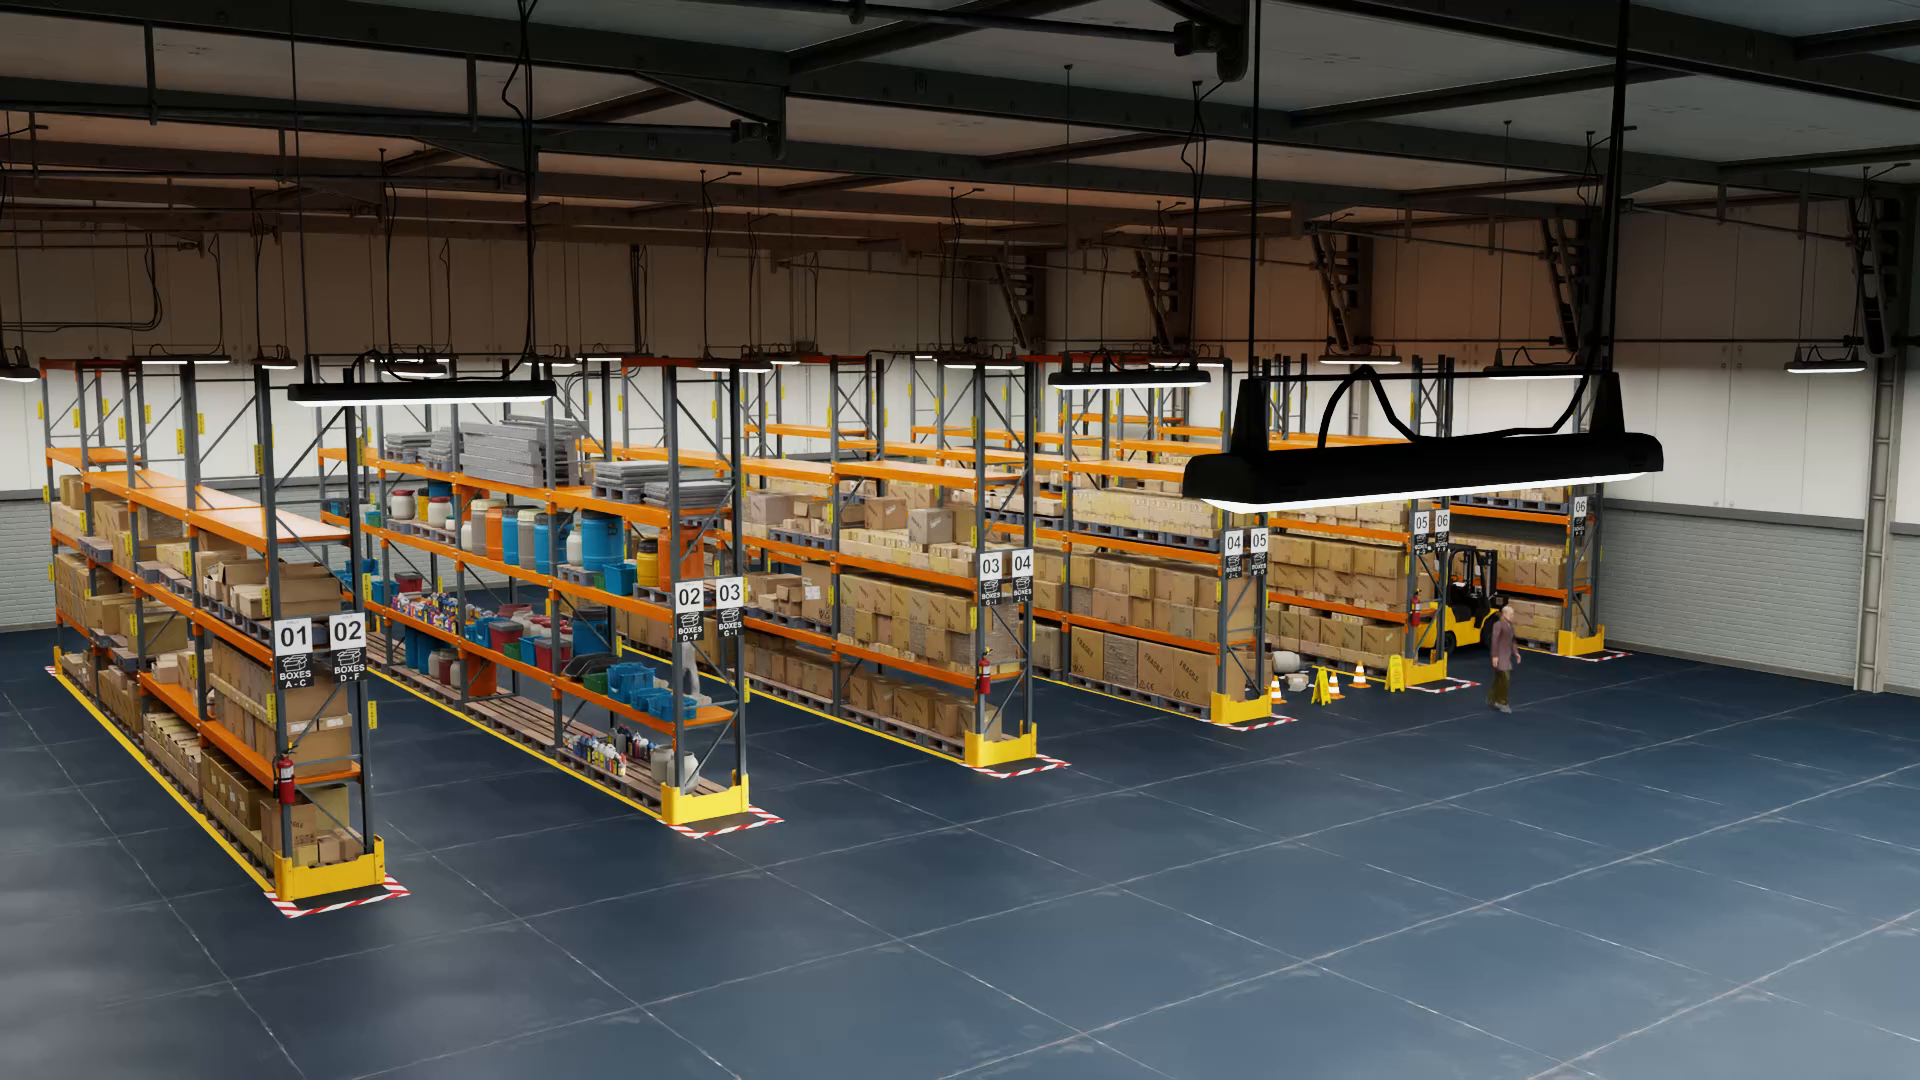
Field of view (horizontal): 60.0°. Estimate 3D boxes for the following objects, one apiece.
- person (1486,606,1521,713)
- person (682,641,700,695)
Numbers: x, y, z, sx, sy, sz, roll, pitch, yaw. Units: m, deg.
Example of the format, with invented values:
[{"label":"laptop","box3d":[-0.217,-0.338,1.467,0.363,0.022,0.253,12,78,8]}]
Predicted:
[{"label":"person","box3d":[9.326,2.046,28.571,0.556,1.855,0.646,5,9,37]},{"label":"person","box3d":[-4.641,2.133,28.159,0.446,1.606,1.072,-4,8,-27]}]
